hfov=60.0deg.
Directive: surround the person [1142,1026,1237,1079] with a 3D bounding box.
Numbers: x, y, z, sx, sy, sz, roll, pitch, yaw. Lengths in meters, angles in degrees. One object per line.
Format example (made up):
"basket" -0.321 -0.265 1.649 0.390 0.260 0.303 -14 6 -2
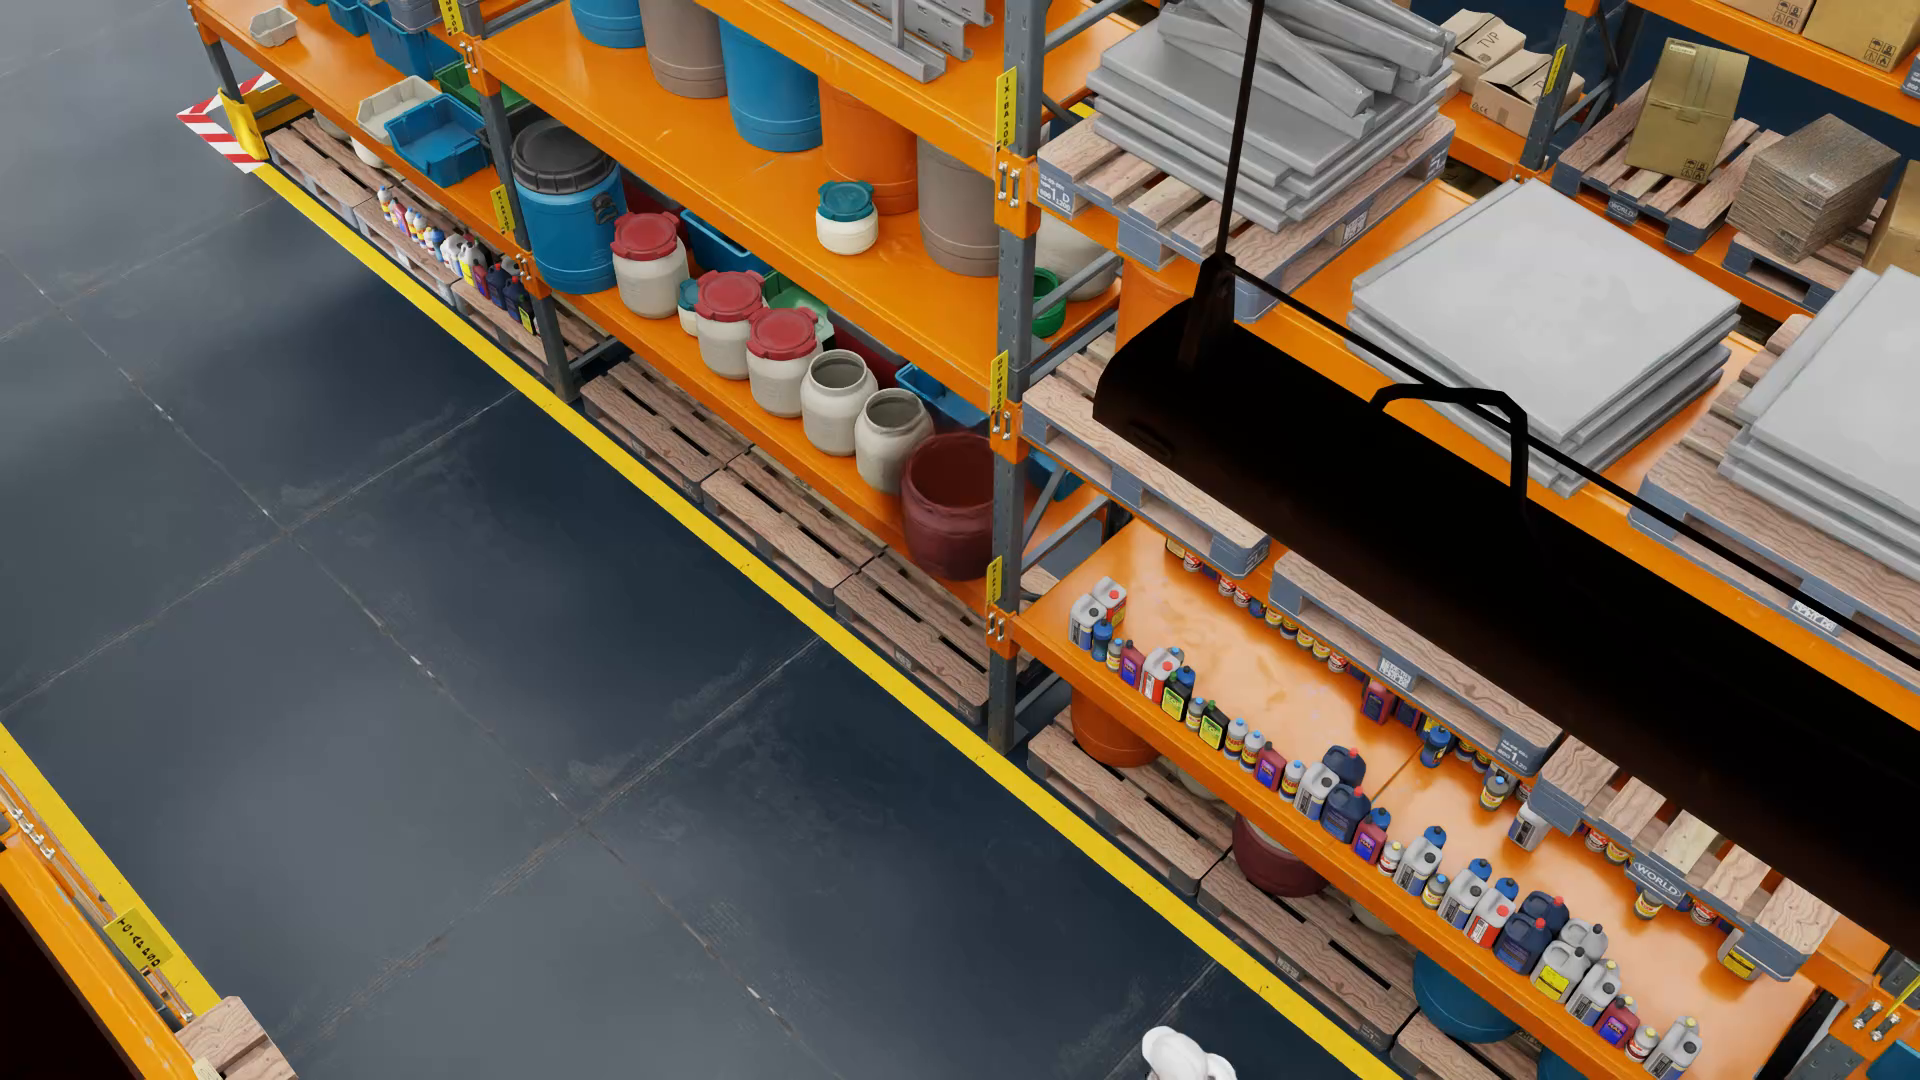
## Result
"person" 0.815 2.515 7.130 1.067 1.695 0.593 29 56 22
